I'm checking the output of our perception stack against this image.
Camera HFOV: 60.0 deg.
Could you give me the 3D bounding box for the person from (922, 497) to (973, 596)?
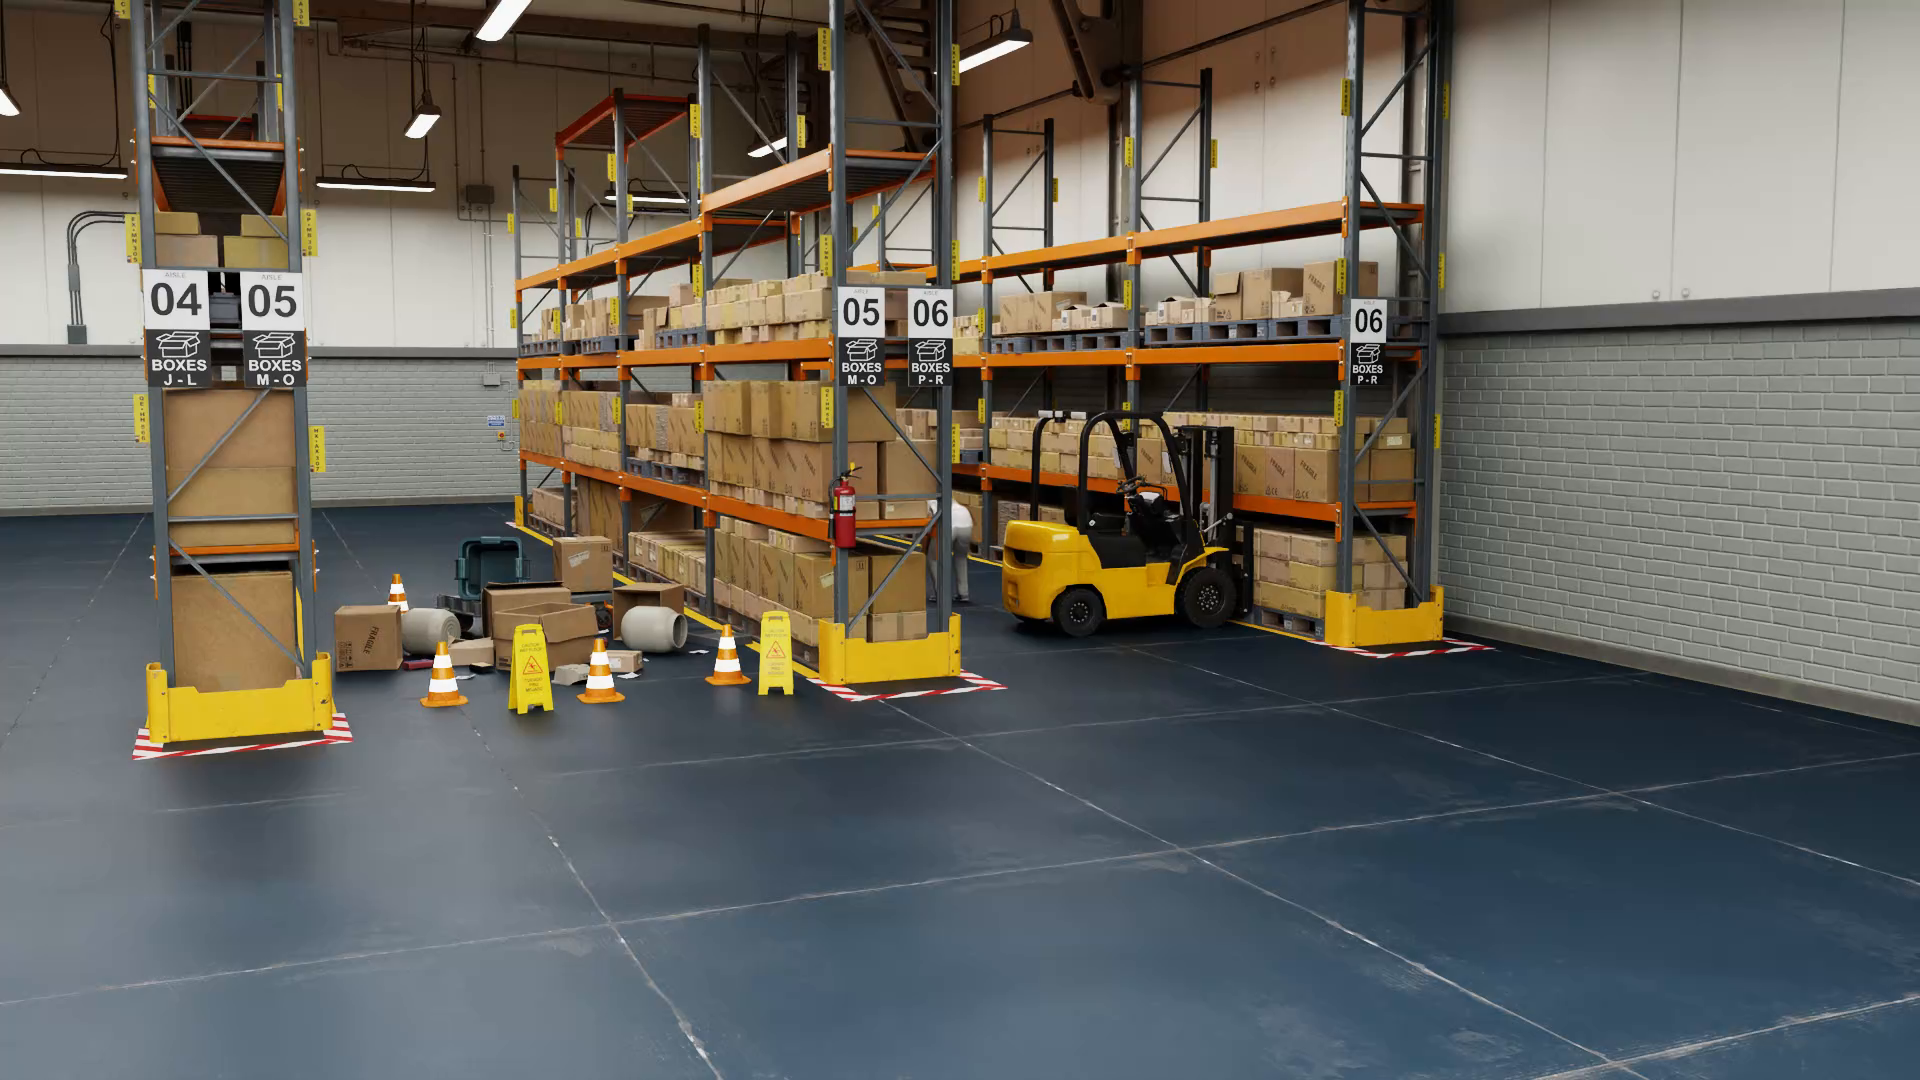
[{"bbox_3d":[-0.181,-0.019,18.617,0.456,1.250,0.872,-3,6,-25],"label":"person"}]
